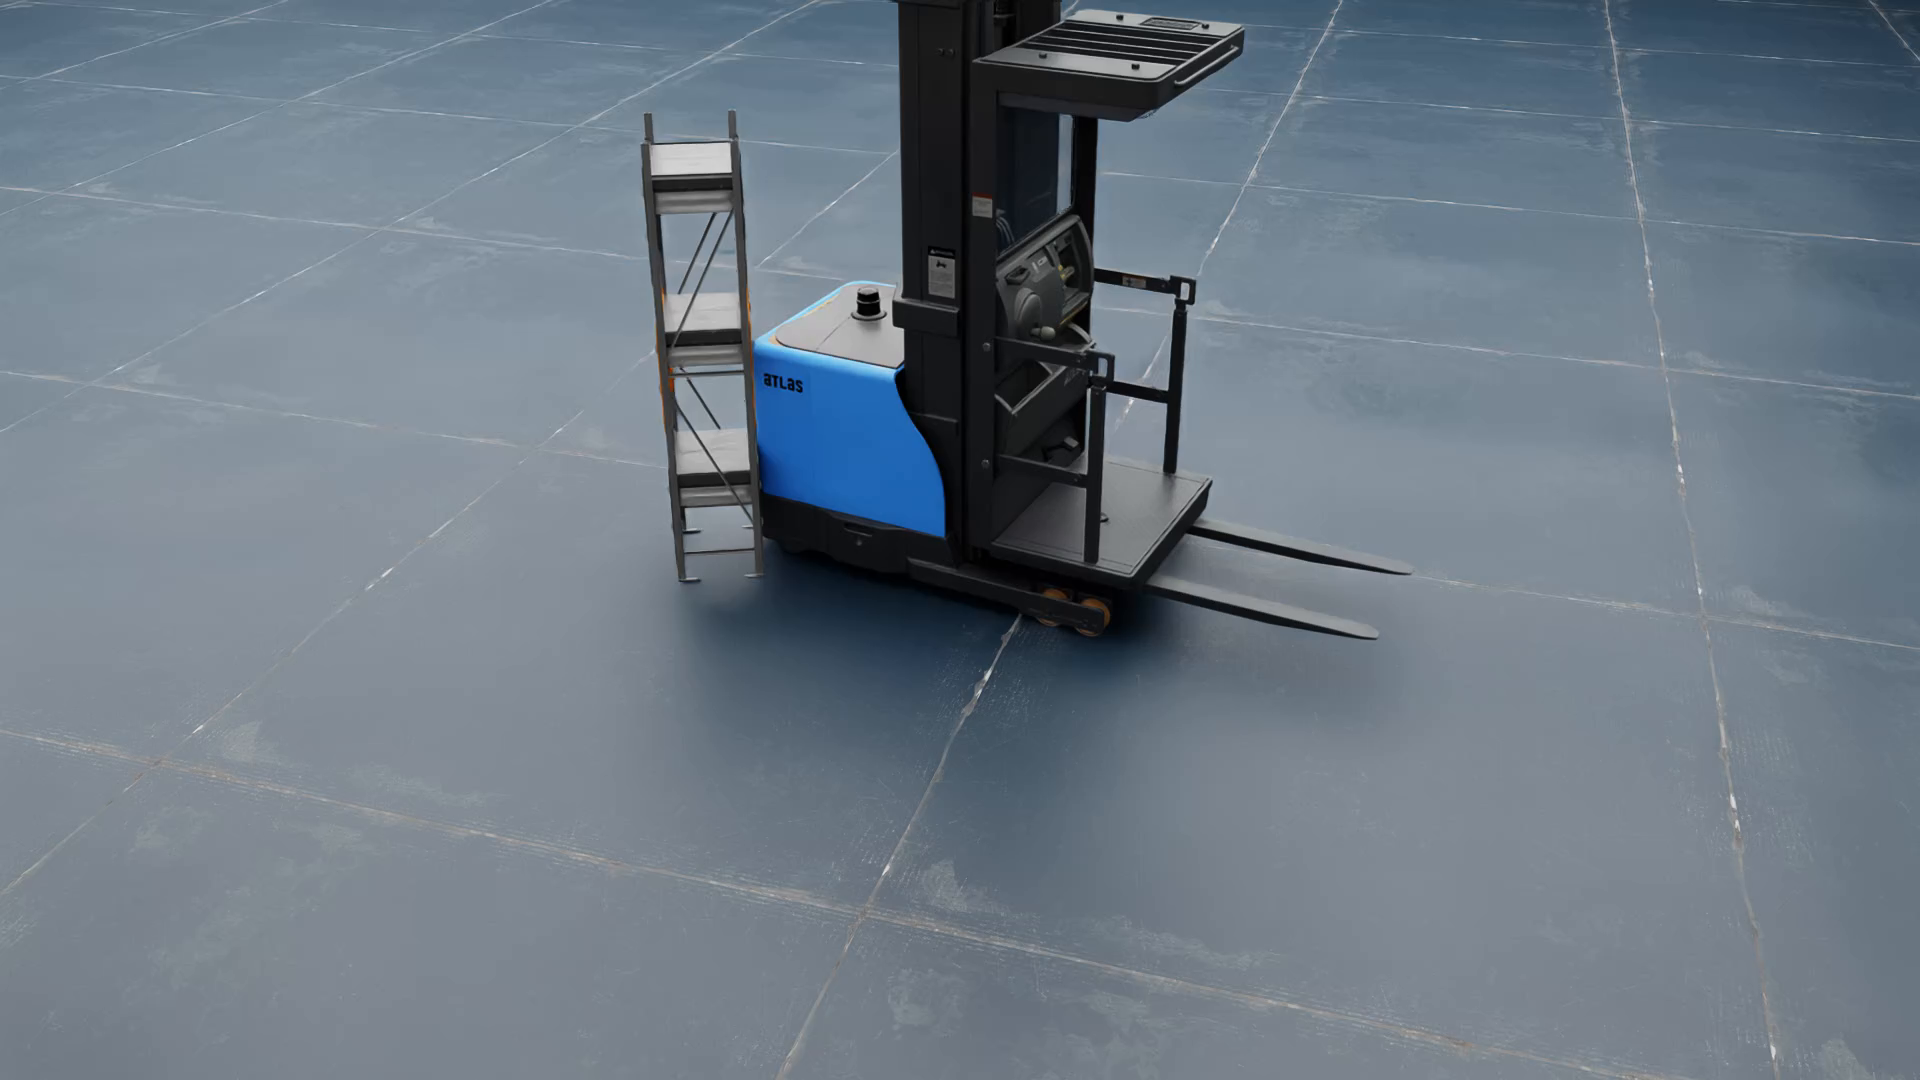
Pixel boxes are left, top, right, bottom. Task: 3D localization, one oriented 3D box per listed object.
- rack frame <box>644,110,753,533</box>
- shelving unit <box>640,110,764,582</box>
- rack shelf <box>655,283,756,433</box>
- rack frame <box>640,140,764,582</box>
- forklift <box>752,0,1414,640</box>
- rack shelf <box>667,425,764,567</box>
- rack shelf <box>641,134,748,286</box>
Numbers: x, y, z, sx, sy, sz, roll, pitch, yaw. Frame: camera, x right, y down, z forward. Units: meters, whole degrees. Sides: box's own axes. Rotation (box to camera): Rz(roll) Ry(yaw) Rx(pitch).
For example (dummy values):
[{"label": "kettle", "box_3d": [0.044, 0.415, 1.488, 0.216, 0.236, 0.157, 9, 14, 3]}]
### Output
[{"label": "rack frame", "box_3d": [-1.196, -0.969, 7.829, 0.400, 2.100, 0.015, -4, 29, -7]}, {"label": "shelving unit", "box_3d": [-1.163, -0.852, 7.618, 0.431, 2.100, 0.503, -4, 29, -7]}, {"label": "rack shelf", "box_3d": [-1.163, -0.840, 7.625, 0.431, 0.518, 0.480, -4, 29, -7]}, {"label": "rack frame", "box_3d": [-1.129, -0.734, 7.407, 0.400, 2.100, 0.015, -4, 29, -7]}, {"label": "forklift", "box_3d": [0.564, -1.143, 7.290, 3.031, 2.935, 1.130, 14, 32, 23]}, {"label": "rack shelf", "box_3d": [-1.167, -0.228, 7.964, 0.431, 0.518, 0.480, -4, 29, -7]}, {"label": "rack shelf", "box_3d": [-1.158, -1.452, 7.285, 0.431, 0.518, 0.480, -4, 29, -7]}]
